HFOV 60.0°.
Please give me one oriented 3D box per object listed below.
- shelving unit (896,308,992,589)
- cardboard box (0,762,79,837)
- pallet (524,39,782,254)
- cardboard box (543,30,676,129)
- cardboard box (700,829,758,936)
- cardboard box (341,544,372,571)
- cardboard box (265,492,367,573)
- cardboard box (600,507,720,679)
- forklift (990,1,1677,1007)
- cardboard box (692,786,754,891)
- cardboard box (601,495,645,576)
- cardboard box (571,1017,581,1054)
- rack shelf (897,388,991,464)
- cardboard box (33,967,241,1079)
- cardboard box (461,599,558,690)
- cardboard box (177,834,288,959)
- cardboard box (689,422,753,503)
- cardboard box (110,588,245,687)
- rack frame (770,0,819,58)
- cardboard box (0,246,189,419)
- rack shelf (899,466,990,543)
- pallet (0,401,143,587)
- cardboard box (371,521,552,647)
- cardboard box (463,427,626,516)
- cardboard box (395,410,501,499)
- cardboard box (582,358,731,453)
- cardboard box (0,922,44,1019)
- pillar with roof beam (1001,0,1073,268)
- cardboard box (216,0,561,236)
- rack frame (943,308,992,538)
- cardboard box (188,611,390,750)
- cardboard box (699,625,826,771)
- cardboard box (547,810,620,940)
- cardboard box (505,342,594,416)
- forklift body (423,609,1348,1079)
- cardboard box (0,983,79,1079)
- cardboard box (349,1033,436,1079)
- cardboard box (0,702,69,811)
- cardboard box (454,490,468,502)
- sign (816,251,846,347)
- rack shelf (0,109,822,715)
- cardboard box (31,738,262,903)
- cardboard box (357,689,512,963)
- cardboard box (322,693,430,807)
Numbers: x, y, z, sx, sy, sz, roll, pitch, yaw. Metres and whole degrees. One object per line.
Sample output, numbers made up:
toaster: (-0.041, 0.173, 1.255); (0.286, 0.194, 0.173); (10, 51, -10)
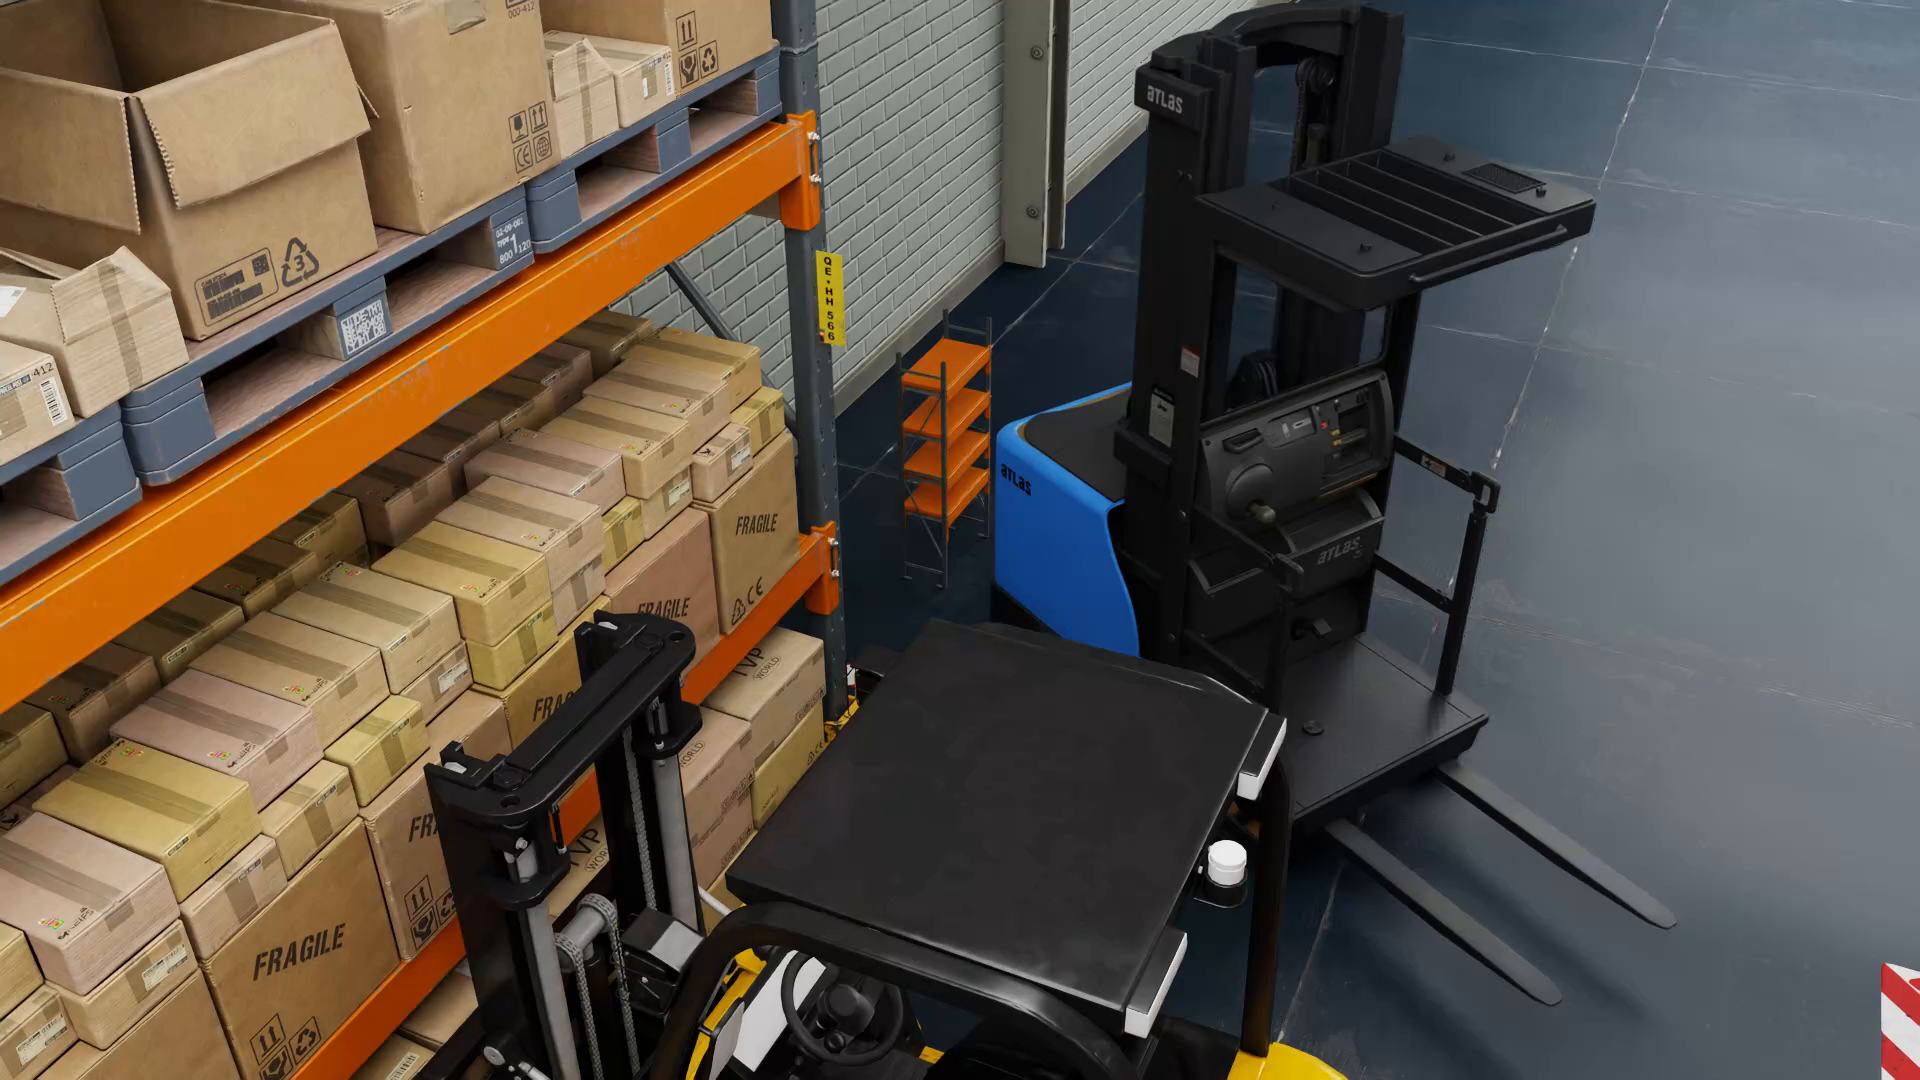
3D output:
shelving unit: (-0.069, -0.419, 7.795); (0.258, 1.200, 0.503); (14, 36, 20)
cardboard box: (-2.231, 0.621, 3.885); (0.380, 0.149, 0.250); (15, 36, 22)
pallet: (-1.232, -1.208, 4.701); (1.003, 0.211, 1.213); (14, 36, 20)
cardboard box: (-0.984, -1.221, 4.396); (0.380, 0.149, 0.250); (13, 35, 19)
cardboard box: (-1.039, 1.190, 5.825); (0.500, 0.250, 0.500); (14, 36, 20)
cardboard box: (-1.893, 0.084, 4.704); (0.380, 0.149, 0.250); (15, 36, 22)
cardboard box: (-1.889, -0.033, 4.611); (0.380, 0.149, 0.250); (13, 36, 19)
cardboard box: (-1.106, 0.183, 5.144); (0.500, 0.500, 0.500); (15, 36, 22)
forklift: (1.380, -0.287, 6.014); (1.130, 2.935, 3.031); (-20, 38, -28)
cardboard box: (-1.052, 0.990, 5.673); (0.500, 0.250, 0.500); (14, 36, 20)
cardboard box: (-1.161, -0.042, 4.896); (0.380, 0.149, 0.250); (14, 36, 20)
cardboard box: (-1.462, 1.500, 4.895); (0.500, 0.250, 0.500); (14, 36, 20)
rack shelf: (-0.069, -0.550, 7.709); (0.258, 0.148, 0.480); (14, 36, 20)
cardboard box: (-1.961, 1.190, 3.609); (0.500, 0.500, 0.500); (15, 36, 21)
cardboard box: (-1.318, 0.232, 4.478); (0.380, 0.149, 0.250); (14, 36, 21)
cardboard box: (-1.742, 0.743, 3.699); (0.380, 0.149, 0.250); (14, 36, 20)
cardboard box: (-0.883, -0.278, 5.256); (0.380, 0.149, 0.250); (15, 36, 21)
cardboard box: (-2.028, 0.241, 4.194); (0.380, 0.149, 0.250); (15, 36, 22)
rack frame: (-0.913, -2.845, 4.383); (1.000, 3.000, 0.127); (14, 36, 20)
cardboard box: (-1.689, -0.429, 3.082); (0.396, 0.266, 0.258); (13, 36, 19)
rack shelf: (-0.069, -0.197, 7.941); (0.258, 0.148, 0.480); (14, 36, 20)
pallet: (-2.253, 0.008, 2.848); (1.003, 0.211, 1.213); (14, 36, 20)
cardboard box: (-1.314, 0.111, 4.390); (0.380, 0.149, 0.250); (15, 36, 21)
cardboard box: (-1.203, -0.174, 4.825); (0.380, 0.149, 0.250); (14, 36, 21)
cardboard box: (-1.602, -0.278, 4.985); (0.380, 0.149, 0.250); (14, 36, 21)
cardboard box: (-0.946, -0.417, 5.197); (0.380, 0.149, 0.250); (14, 36, 21)
cardboard box: (-2.057, 0.848, 3.268); (0.380, 0.149, 0.250); (14, 36, 20)
pillar with roof beam: (4.398, -4.706, 7.220); (9.100, 9.000, 0.400); (14, 36, 20)
cardboard box: (-1.396, -1.087, 3.871); (0.700, 0.500, 0.500); (14, 36, 21)
rack frame: (0.033, -0.541, 7.981); (0.240, 1.200, 0.015); (14, 36, 20)
cardboard box: (-1.628, 0.340, 4.043); (0.380, 0.149, 0.250); (14, 36, 21)
cardboard box: (-0.822, 0.521, 5.933); (0.500, 0.250, 0.500); (15, 36, 22)
cardboard box: (-1.232, 1.030, 5.157); (0.500, 0.250, 0.500); (15, 36, 21)
cardboard box: (-1.415, -0.538, 5.380); (0.380, 0.149, 0.250); (15, 36, 22)
forklift body: (-0.049, 1.381, 4.182); (2.313, 2.155, 1.214); (14, 36, 20)
cardboard box: (-2.023, 0.979, 3.339); (0.380, 0.149, 0.250); (14, 36, 20)
cardboard box: (-1.678, 1.540, 4.378); (0.500, 0.250, 0.500); (15, 36, 22)
cardboard box: (-2.311, 0.476, 3.835); (0.380, 0.149, 0.250); (14, 36, 20)
cardboard box: (-1.615, -0.158, 5.073); (0.380, 0.149, 0.250); (13, 35, 19)
sign: (-0.426, -0.788, 5.445); (0.100, 0.325, 0.005); (14, 36, 20)
rack shelf: (-1.749, -0.294, 3.883); (1.077, 0.370, 4.000); (14, 36, 20)
cardboard box: (-1.772, 0.607, 3.634); (0.380, 0.149, 0.250); (14, 36, 20)
cardboard box: (-1.520, 0.692, 4.369); (0.500, 0.500, 0.500); (14, 36, 21)
cardboard box: (-1.549, 0.479, 4.102); (0.380, 0.149, 0.250); (13, 36, 20)
